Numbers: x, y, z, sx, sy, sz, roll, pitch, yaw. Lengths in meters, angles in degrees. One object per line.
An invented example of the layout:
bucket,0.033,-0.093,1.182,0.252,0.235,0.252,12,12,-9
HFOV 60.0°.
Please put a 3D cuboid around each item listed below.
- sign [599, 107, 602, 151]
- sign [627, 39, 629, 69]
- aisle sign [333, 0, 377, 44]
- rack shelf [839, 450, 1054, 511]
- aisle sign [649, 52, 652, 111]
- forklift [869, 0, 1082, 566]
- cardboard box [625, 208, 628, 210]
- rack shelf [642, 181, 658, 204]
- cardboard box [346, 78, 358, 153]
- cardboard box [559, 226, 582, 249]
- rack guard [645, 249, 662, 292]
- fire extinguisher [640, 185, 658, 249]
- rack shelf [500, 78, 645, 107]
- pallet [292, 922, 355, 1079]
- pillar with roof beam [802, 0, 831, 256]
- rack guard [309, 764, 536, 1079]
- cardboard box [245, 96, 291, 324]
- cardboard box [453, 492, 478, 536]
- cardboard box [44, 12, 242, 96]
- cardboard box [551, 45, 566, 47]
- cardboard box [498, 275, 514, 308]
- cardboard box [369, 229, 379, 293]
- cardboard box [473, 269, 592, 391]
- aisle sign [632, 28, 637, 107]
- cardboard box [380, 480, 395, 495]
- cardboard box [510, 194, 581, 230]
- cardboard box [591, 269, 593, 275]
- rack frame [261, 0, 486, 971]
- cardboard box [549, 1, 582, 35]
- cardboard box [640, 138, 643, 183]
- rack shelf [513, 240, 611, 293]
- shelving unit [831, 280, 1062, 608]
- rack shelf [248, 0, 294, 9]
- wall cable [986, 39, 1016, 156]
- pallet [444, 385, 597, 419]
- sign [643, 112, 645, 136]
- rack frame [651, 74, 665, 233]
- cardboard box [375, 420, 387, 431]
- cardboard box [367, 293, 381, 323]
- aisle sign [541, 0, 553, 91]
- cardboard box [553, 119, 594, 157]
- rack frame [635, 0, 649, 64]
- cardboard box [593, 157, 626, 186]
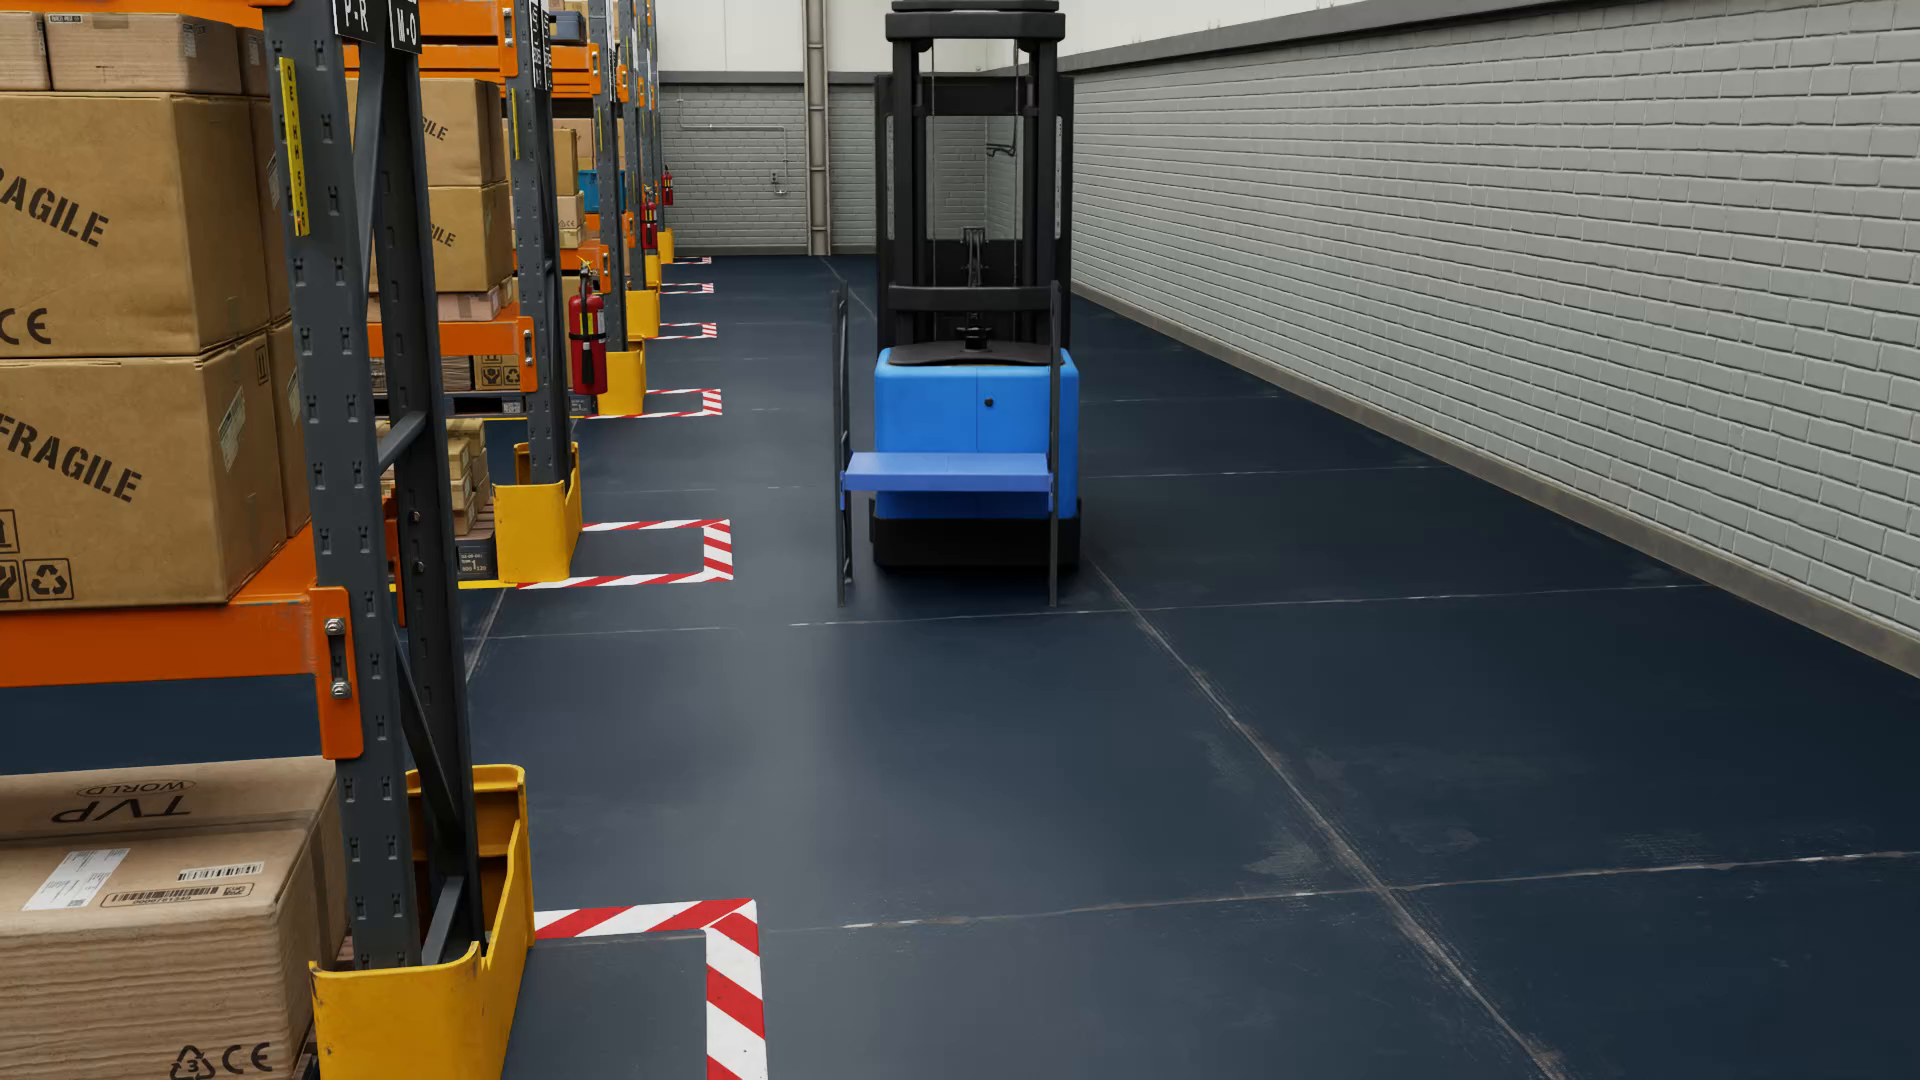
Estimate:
sign,-2.733,-3.125,12.649,0.005,0.325,0.100,-2,14,-8
sign,-3.440,-5.043,17.215,0.005,0.325,0.100,-2,14,-8
aisle sign,-1.207,-1.385,3.233,0.004,0.787,0.394,-2,14,-8
rack shelf,-0.058,-0.292,8.029,1.000,0.185,0.538,0,15,1
aisle sign,-4.249,-6.297,22.819,0.004,0.787,0.394,-2,14,-8
forklift,0.075,-1.590,9.536,1.130,2.935,3.031,0,14,0
cardboard box,-5.597,-5.463,27.781,0.250,0.149,0.380,-2,14,-8
rack shelf,-6.992,-5.733,27.393,4.000,0.370,1.077,-2,14,-8
cardboard box,-3.078,-1.966,8.022,0.500,0.500,0.500,-3,14,-10
cardboard box,-3.103,-2.366,13.005,0.250,0.149,0.380,-2,14,-7
rack guard,-4.347,-3.747,23.137,0.348,0.500,1.175,-2,14,-8
fire extinguisher,-3.321,-3.449,17.733,0.183,0.674,0.296,-2,14,-8
rack shelf,-6.250,-5.996,22.277,4.000,0.370,1.077,-2,14,-8
pallet,-2.103,1.205,3.985,1.213,0.211,1.003,-2,14,-8
pillar with roof beam,-1.832,-8.334,23.955,0.400,9.000,9.100,-2,14,-8
rack guard,-1.300,1.016,4.144,0.348,0.500,1.175,-2,14,-8
cardboard box,-1.841,-0.780,3.906,0.500,0.500,0.500,-2,14,-10
cardboard box,-2.651,-0.135,8.589,0.250,0.149,0.380,-2,14,-7
cardboard box,-1.649,-0.983,3.380,0.250,0.149,0.380,-2,14,-8
cardboard box,-5.237,-6.489,22.045,0.500,0.250,0.500,-2,14,-8
cardboard box,-2.530,-1.328,8.868,0.250,0.149,0.380,-2,14,-9
cardboard box,-3.077,-1.480,8.140,0.500,0.500,0.500,-2,14,-9
cardboard box,-3.421,-1.710,13.380,0.875,0.875,0.875,-2,14,-8
aisle sign,-3.423,-4.964,17.505,0.004,0.787,0.394,-2,14,-8
cardboard box,-2.907,-0.264,8.493,0.250,0.149,0.380,-2,14,-10
cardboard box,-3.240,-2.570,12.999,0.500,0.250,0.500,-2,14,-9
cardboard box,-5.187,-3.730,22.848,0.250,0.166,0.380,-2,14,-8
rack frame,-1.324,-0.196,3.836,0.127,3.000,1.000,-2,14,-8
cardboard box,-5.285,-6.931,22.264,0.500,0.500,0.700,-2,14,-8
cardboard box,-5.517,-6.279,27.474,0.700,0.700,0.980,-1,14,-6
rack shelf,-4.778,-2.158,13.140,4.000,0.370,1.077,-2,14,-8
shelving unit,-0.058,-0.466,7.983,1.048,1.500,0.538,0,15,1
rack shelf,-3.302,-1.229,3.270,4.000,0.370,1.077,-2,14,-8
wall cable,0.632,-7.677,27.717,0.112,2.526,3.097,-2,14,-8
pallet,-3.579,-1.179,13.490,1.213,0.211,1.003,-2,14,-8
sign,-4.209,-5.543,22.129,0.005,0.325,0.100,-2,14,-8
rack frame,-5.014,-6.154,27.594,0.127,3.000,1.000,-2,14,-8
cardboard box,-3.253,-0.538,8.974,0.250,0.149,0.380,-2,14,-8
cardboard box,-2.939,-1.169,8.231,0.250,0.149,0.380,-2,14,-9
aisle sign,-2.134,-2.719,8.552,0.004,0.787,0.394,-2,14,-8
cardboard box,-5.171,-5.395,22.308,0.500,0.500,0.500,-2,14,-7
rack frame,-4.272,-7.872,22.114,0.127,3.000,1.000,-2,14,-8
cardboard box,-4.675,-4.929,22.506,0.500,0.500,0.500,-2,14,-7
